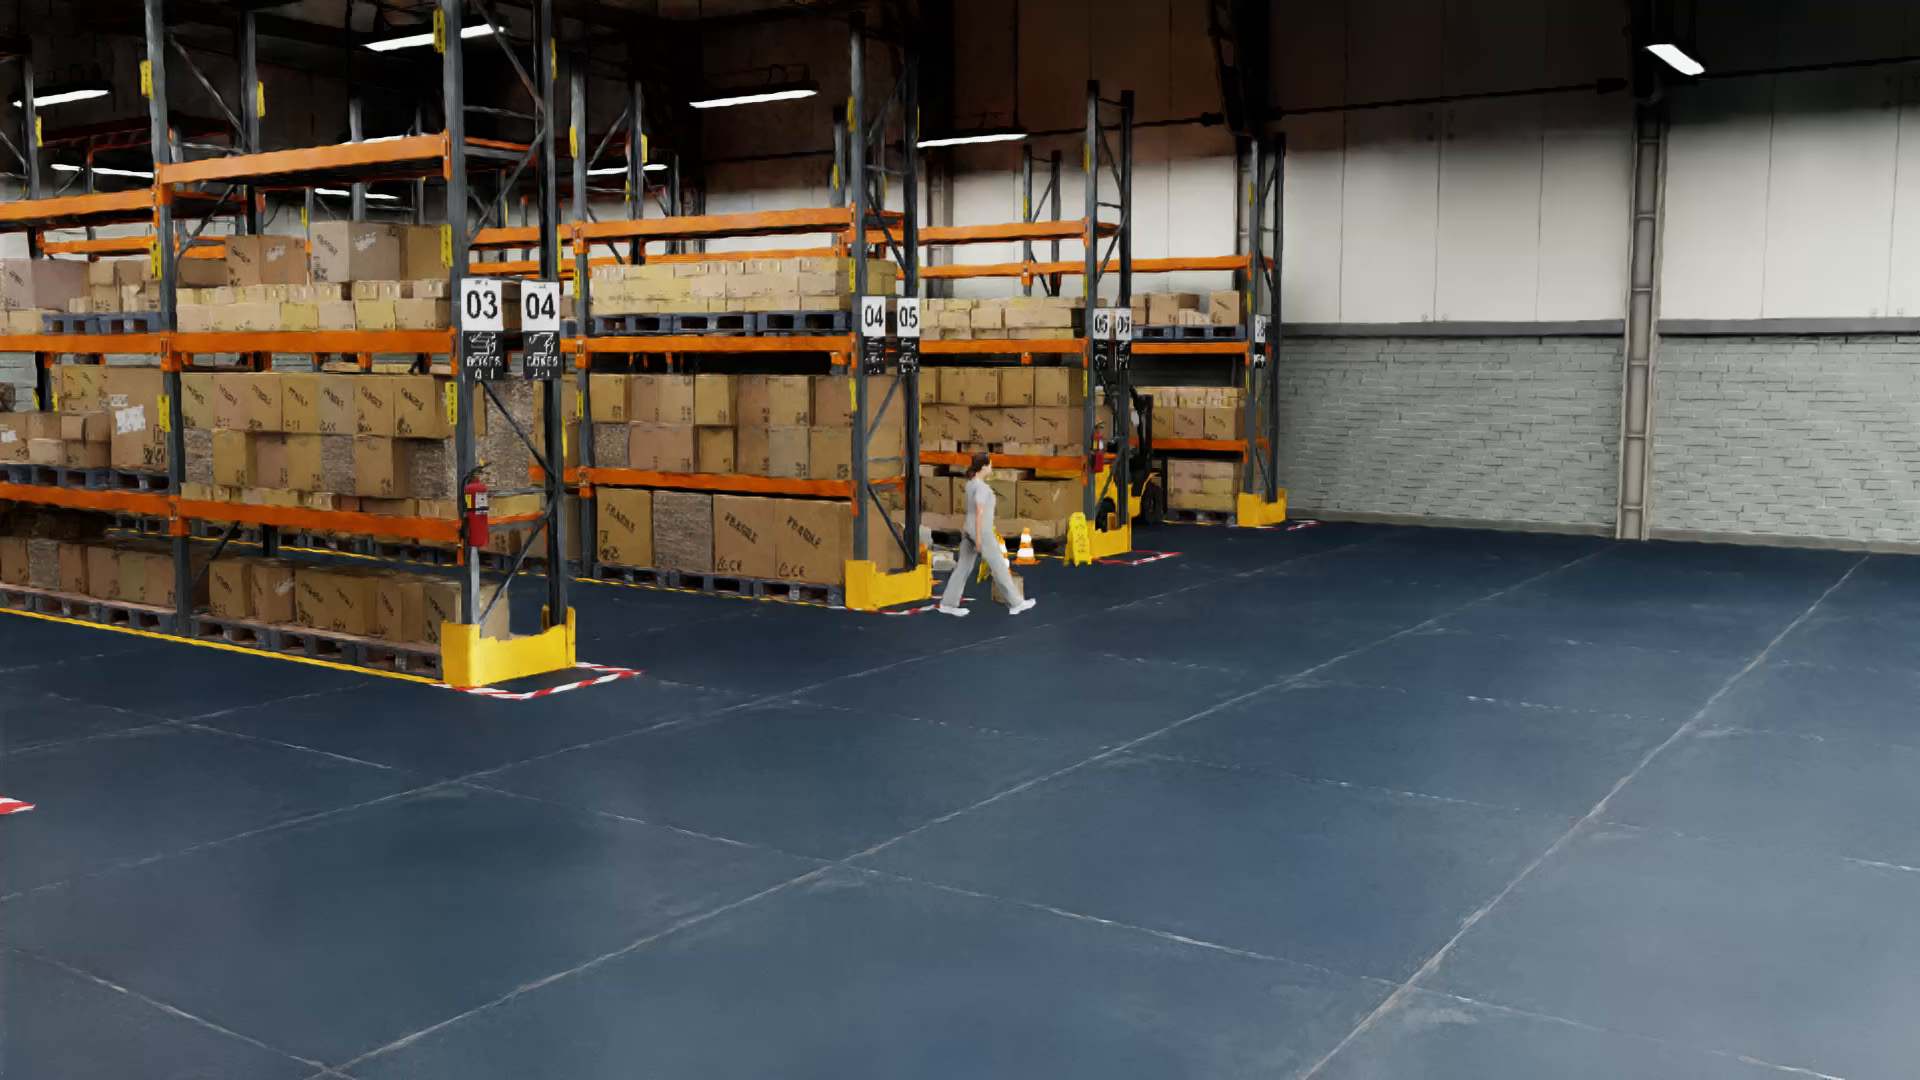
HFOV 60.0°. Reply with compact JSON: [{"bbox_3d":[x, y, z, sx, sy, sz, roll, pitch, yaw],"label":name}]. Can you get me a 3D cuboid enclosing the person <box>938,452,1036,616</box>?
[{"bbox_3d":[0.260,-0.060,16.637,0.949,1.623,0.483,-3,7,-24],"label":"person"}]
